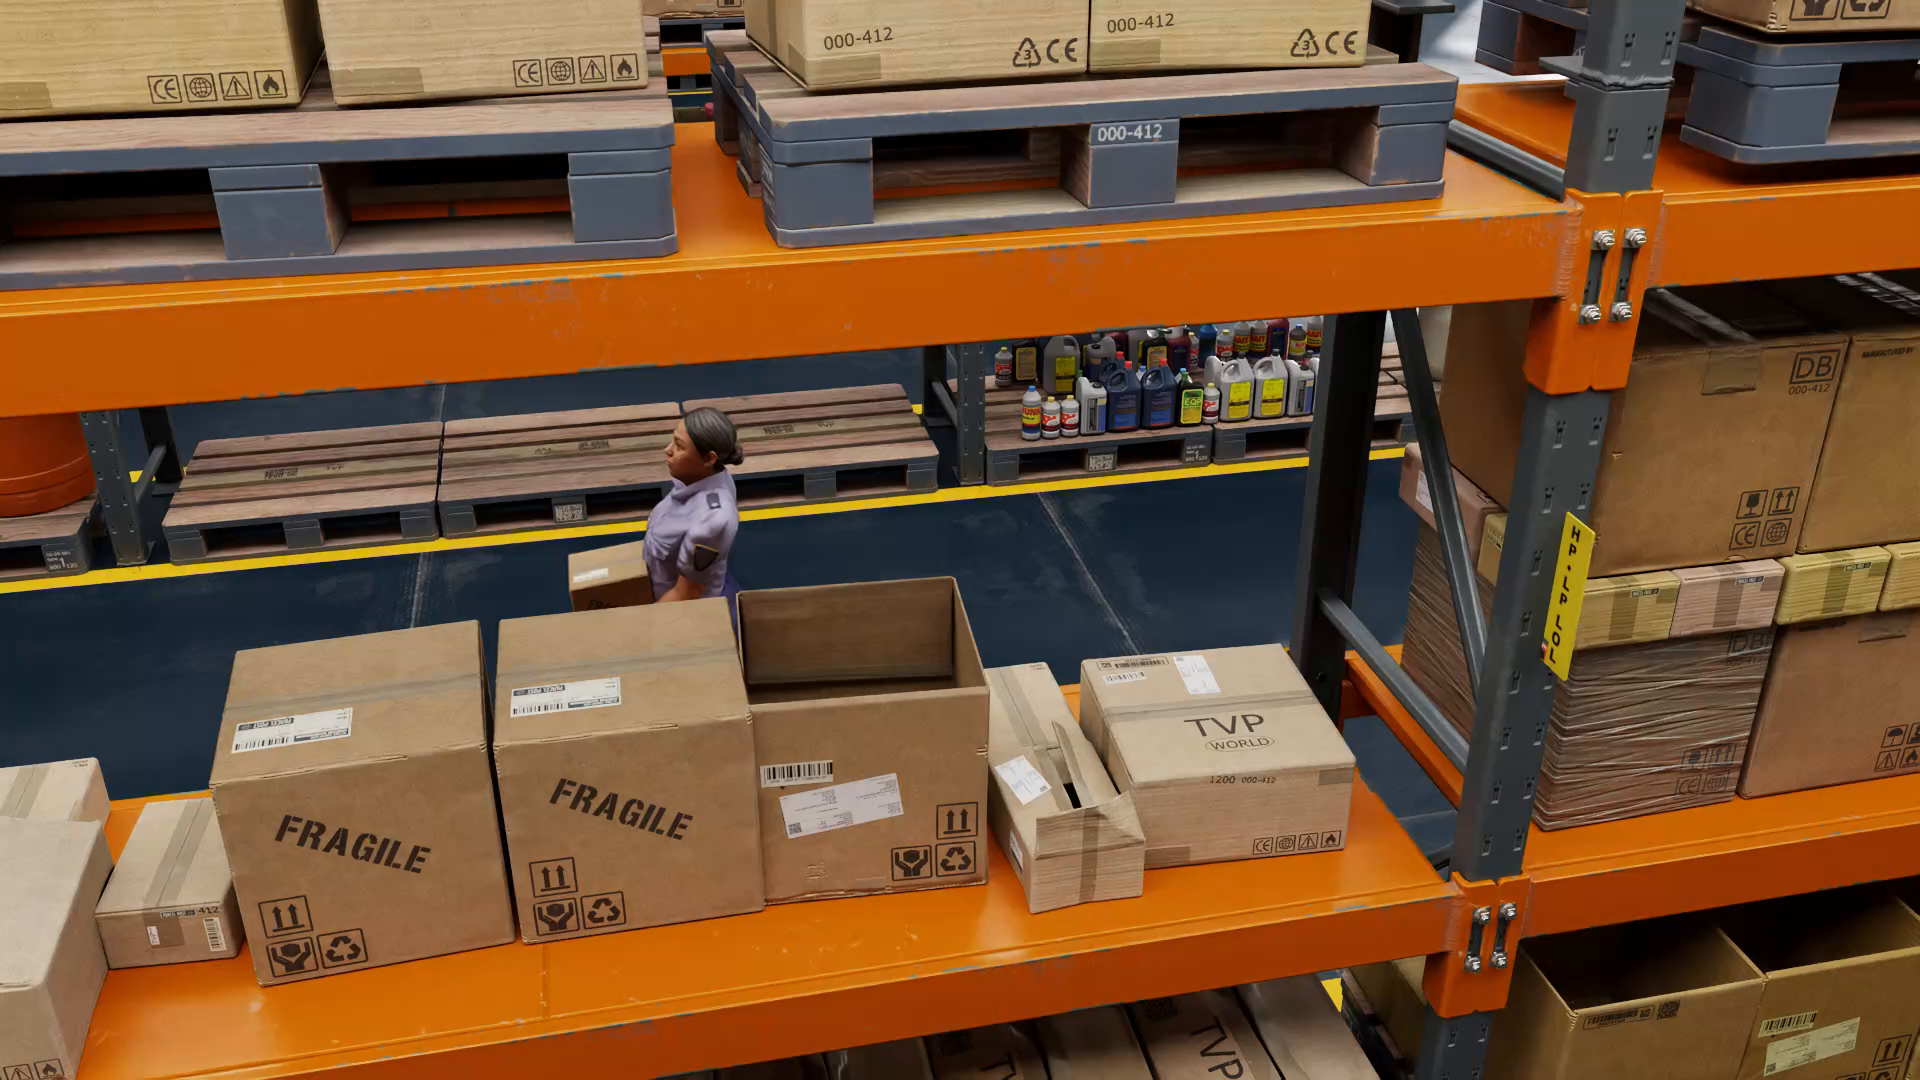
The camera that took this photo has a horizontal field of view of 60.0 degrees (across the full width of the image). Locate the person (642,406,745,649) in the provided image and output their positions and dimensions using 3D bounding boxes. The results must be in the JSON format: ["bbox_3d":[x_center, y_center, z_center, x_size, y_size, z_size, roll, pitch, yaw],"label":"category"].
[{"bbox_3d":[-0.935,0.335,5.498,0.518,1.622,0.452,-6,27,-11],"label":"person"}]
